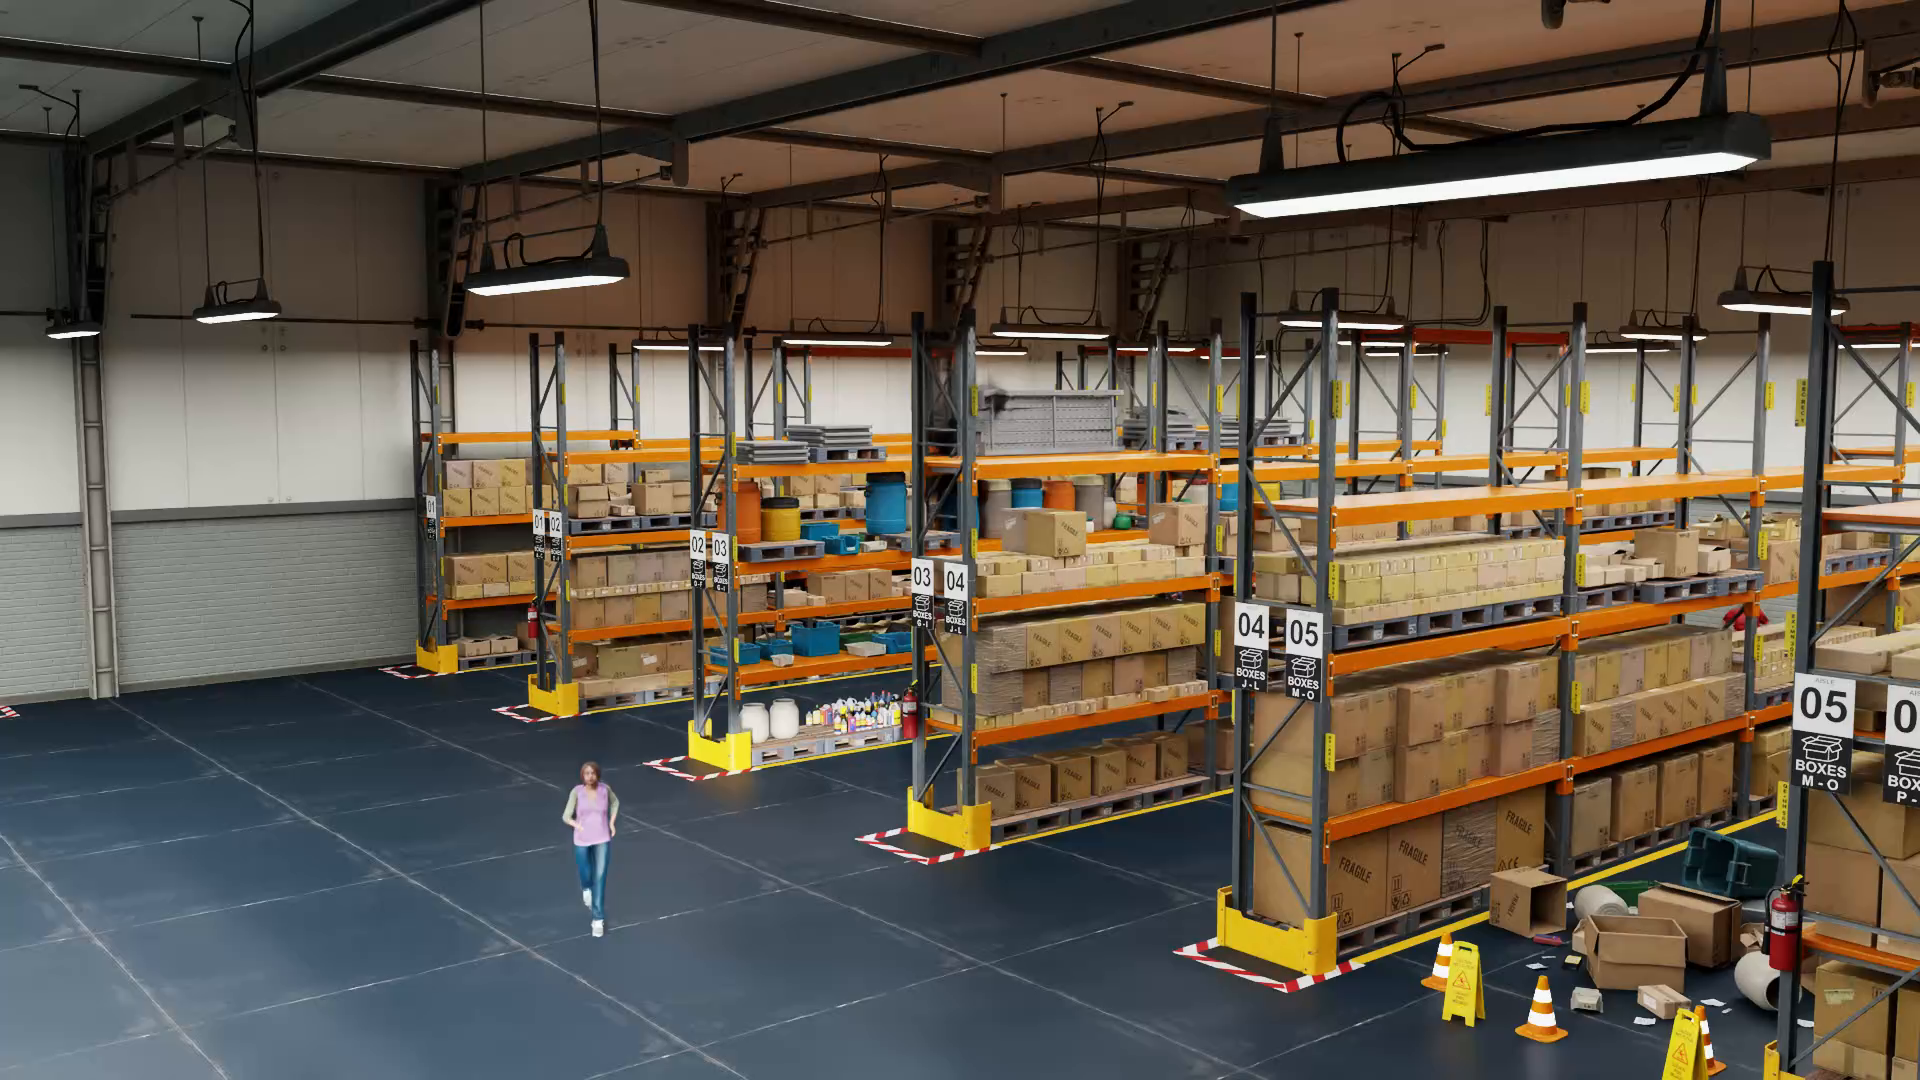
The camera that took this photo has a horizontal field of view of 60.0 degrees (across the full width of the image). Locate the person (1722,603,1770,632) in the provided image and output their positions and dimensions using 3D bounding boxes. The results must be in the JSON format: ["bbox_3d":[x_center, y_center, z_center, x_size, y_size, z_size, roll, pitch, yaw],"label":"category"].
[{"bbox_3d":[13.015,1.756,27.521,0.713,1.737,0.865,2,6,17],"label":"person"}]

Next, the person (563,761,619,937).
[{"bbox_3d":[-3.518,2.904,15.900,0.540,1.569,0.872,-1,5,-15],"label":"person"}]
